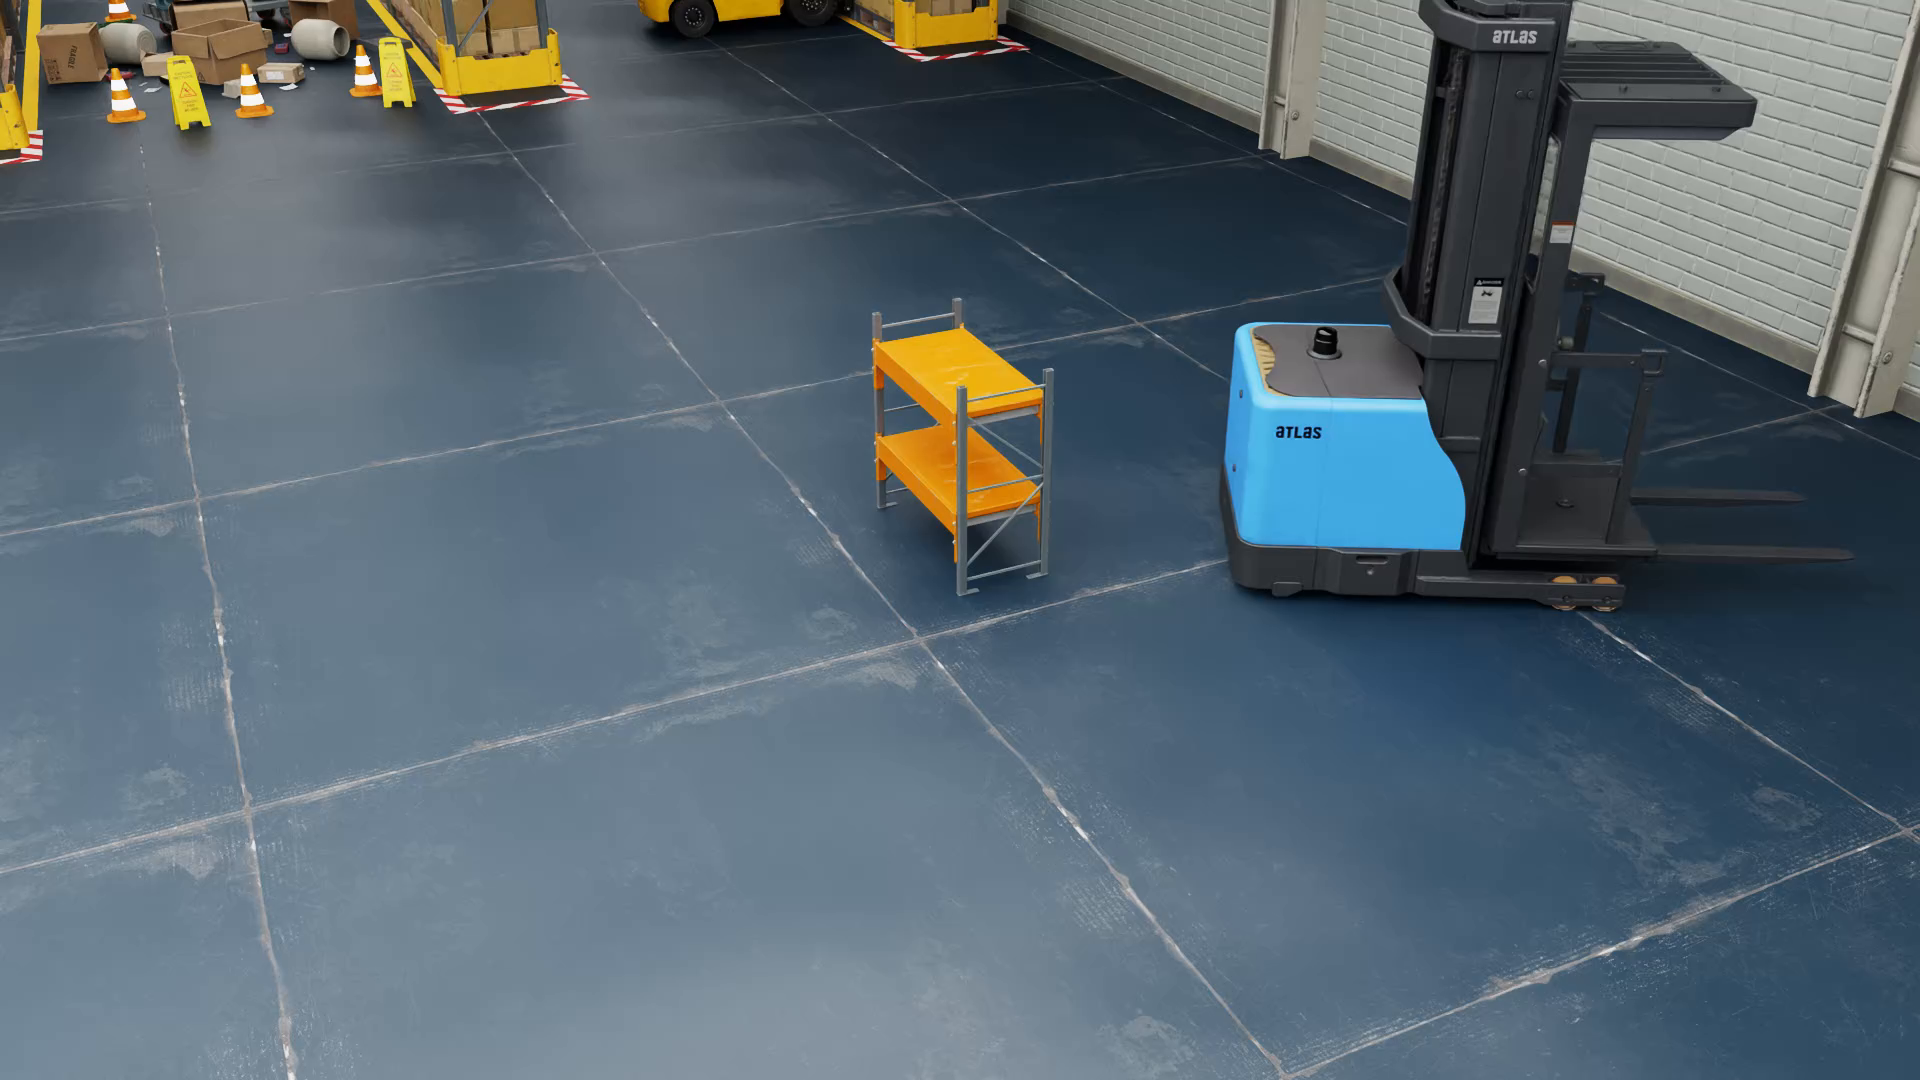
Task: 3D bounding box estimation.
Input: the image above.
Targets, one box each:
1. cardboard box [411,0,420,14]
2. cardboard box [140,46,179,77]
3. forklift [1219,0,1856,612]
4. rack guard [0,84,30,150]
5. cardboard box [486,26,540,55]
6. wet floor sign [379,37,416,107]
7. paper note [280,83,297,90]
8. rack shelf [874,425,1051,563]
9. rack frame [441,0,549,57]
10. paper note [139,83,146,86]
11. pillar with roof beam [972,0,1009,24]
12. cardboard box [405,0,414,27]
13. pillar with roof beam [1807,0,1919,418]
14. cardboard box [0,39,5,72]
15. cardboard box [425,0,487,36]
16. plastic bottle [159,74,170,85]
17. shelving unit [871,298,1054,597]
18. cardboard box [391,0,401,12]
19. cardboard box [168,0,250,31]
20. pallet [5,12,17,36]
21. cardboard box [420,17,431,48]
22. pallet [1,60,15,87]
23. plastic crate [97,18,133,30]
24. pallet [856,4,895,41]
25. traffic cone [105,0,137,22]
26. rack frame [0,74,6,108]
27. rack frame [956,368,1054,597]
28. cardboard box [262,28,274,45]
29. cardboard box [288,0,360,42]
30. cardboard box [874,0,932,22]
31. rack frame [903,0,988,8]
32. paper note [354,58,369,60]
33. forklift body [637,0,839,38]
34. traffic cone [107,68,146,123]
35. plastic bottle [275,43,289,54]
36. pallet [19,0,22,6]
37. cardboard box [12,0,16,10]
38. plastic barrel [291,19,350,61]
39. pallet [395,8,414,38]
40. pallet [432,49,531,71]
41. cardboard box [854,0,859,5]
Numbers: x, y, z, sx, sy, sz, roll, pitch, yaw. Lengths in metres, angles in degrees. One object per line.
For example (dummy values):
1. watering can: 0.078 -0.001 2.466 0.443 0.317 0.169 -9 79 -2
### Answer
1. cardboard box: -5.661 -5.989 17.978 0.500 0.500 0.500 -14 32 -23
2. cardboard box: -8.387 -5.042 17.470 0.396 0.266 0.258 -8 30 -13
3. forklift: 2.892 -1.197 7.888 3.031 2.935 1.130 1 29 3
4. rack guard: -9.061 -3.739 14.907 1.175 0.500 0.348 -13 32 -22
5. cardboard box: -4.740 -5.323 17.557 0.500 0.250 0.500 -13 32 -22
6. wet floor sign: -5.528 -4.589 16.274 0.267 0.644 0.232 -3 29 -5
7. paper note: -6.847 -4.629 16.974 0.142 0.019 0.148 26 38 38
8. rack shelf: -0.003 -0.280 8.600 0.538 0.278 1.000 -13 32 -22
9. rack frame: -4.644 -5.924 16.248 1.000 3.000 0.127 -13 32 -22
10. paper note: -8.398 -4.690 17.103 0.032 0.001 0.123 2 29 4
11. pillar with roof beam: -3.535 -9.178 15.916 9.100 9.000 0.400 -13 32 -22
12. cardboard box: -5.882 -5.890 18.570 0.500 0.250 0.500 -14 32 -23
13. pillar with roof beam: 1.616 -3.877 6.463 9.100 9.000 0.400 -13 32 -22
14. cardboard box: -10.191 -5.174 16.653 0.875 0.875 0.875 -13 32 -22
15. cardboard box: -5.223 -5.534 17.168 0.500 0.500 0.500 -13 32 -22
16. plastic bottle: -8.177 -4.760 17.176 0.283 0.061 0.133 26 38 38
17. shelving unit: -0.003 -0.494 8.480 0.538 1.125 1.048 -13 32 -22
18. cardboard box: -6.351 -6.358 19.403 0.500 0.250 0.500 -15 32 -24
19. cardboard box: -8.093 -5.550 17.995 0.797 0.637 0.503 -13 32 -22
20. pallet: -11.187 -5.716 18.728 1.003 0.211 1.213 -13 32 -22
21. cardboard box: -5.449 -5.439 17.765 0.500 0.250 0.500 -13 32 -22
22. pallet: -10.005 -4.499 16.557 1.003 0.211 1.213 -13 32 -22
23. plastic crate: -9.530 -5.604 18.493 0.450 0.188 0.662 -7 28 9
24. pallet: -0.528 -6.081 19.378 1.003 0.211 1.213 -13 32 -22
25. traffic cone: -10.000 -6.410 19.708 0.336 0.463 0.334 -13 32 -22
26. rack frame: -9.071 -4.840 14.315 1.000 3.000 0.127 -13 32 -22
27. rack frame: 0.215 -0.269 8.080 0.500 1.125 0.032 -13 32 -22
28. cardboard box: -7.950 -5.688 18.622 0.396 0.266 0.258 13 32 21
29. cardboard box: -7.130 -5.843 18.656 0.500 0.500 0.500 7 30 13
30. cardboard box: -0.649 -6.093 18.931 0.500 0.250 0.500 -13 32 -22
31. rack frame: -0.162 -6.968 18.110 1.000 3.000 0.127 -13 32 -22
32. paper note: -6.489 -5.235 18.054 0.148 0.019 0.142 26 38 38
33. forklift body: -2.624 -7.053 19.128 2.313 2.155 1.214 -13 32 -22
34. traffic cone: -8.016 -4.267 15.885 0.336 0.463 0.334 -13 32 -22
35. plastic bottle: -7.501 -5.446 18.399 0.133 0.061 0.283 -8 30 -13
36. pallet: -12.235 -6.794 20.650 1.003 0.211 1.213 -13 32 -22
37. cardboard box: -11.547 -6.491 19.130 1.050 0.750 0.750 -13 32 -22
38. plastic barrel: -6.898 -5.395 17.938 0.512 0.421 0.421 7 30 13
39. pallet: -6.041 -6.186 19.565 1.003 0.211 1.213 -13 32 -22
40. pallet: -4.993 -5.108 17.643 1.003 0.211 1.213 -13 32 -22
41. cardboard box: -1.061 -6.538 19.724 0.500 0.250 0.500 -13 32 -21
